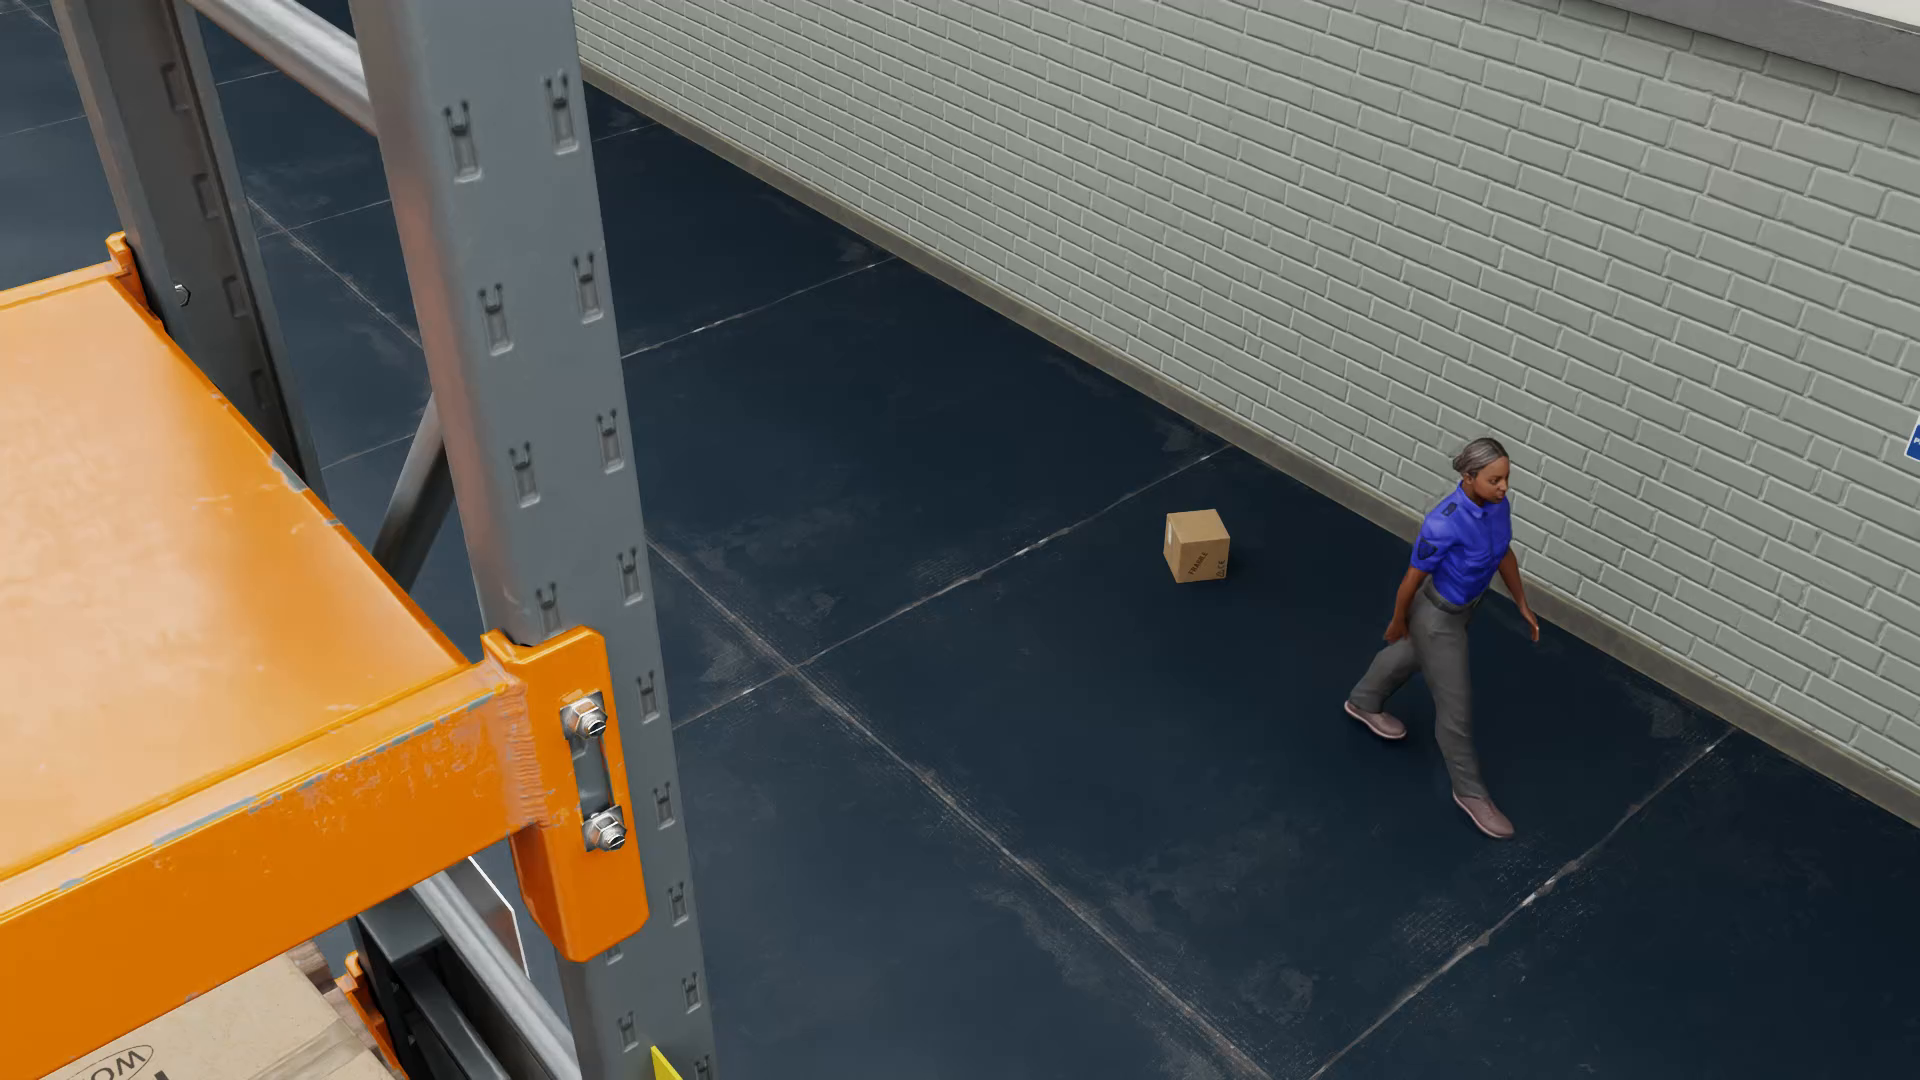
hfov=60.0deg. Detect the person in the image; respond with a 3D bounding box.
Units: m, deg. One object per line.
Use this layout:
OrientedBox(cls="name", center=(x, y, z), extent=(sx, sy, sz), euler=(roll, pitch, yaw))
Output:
OrientedBox(cls="person", center=(2.023, 0.315, 6.648), extent=(0.909, 1.636, 0.464), euler=(29, 45, 33))
